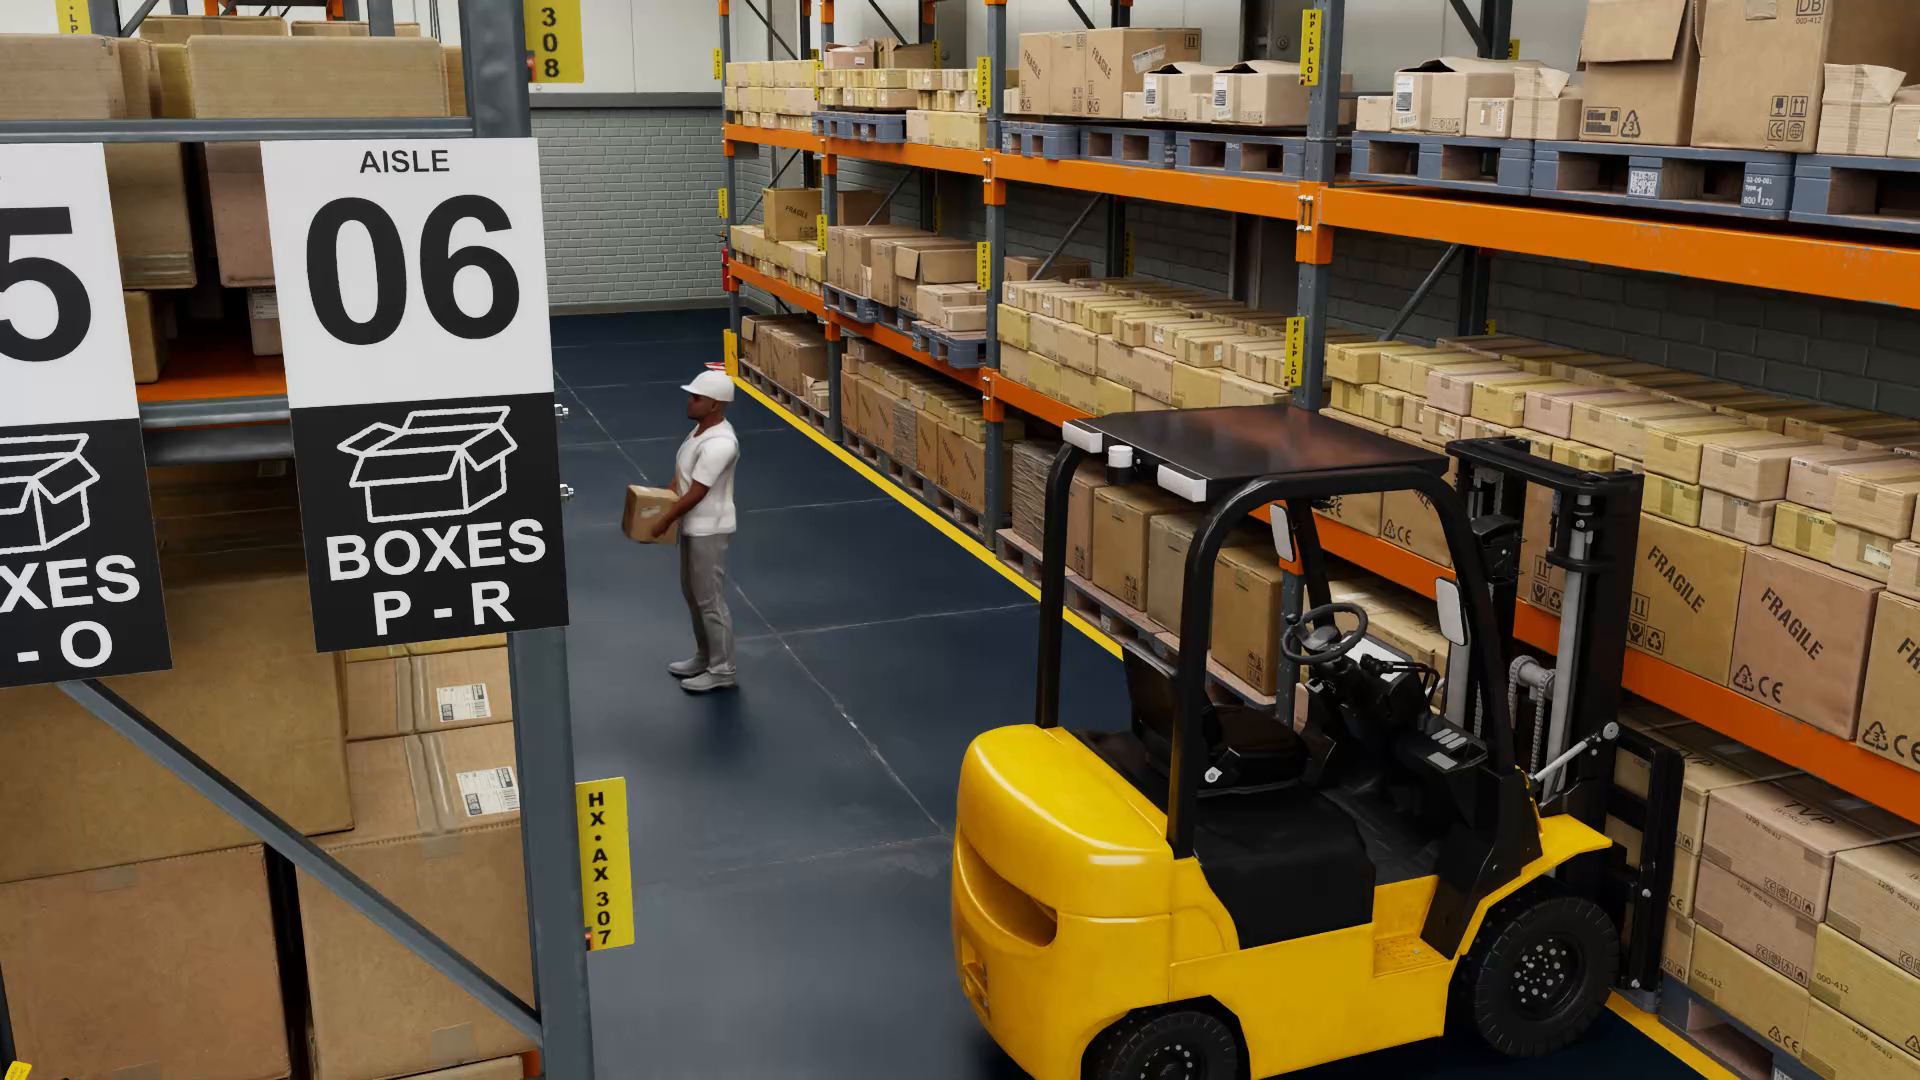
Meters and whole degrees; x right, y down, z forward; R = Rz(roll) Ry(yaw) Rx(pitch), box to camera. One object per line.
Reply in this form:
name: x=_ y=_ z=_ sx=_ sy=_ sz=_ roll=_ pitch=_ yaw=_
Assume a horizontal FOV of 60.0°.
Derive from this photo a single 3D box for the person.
person: x=-1.490 y=-0.051 z=9.159 sx=0.571 sy=1.770 sz=0.516 roll=-4 pitch=16 yaw=-15
